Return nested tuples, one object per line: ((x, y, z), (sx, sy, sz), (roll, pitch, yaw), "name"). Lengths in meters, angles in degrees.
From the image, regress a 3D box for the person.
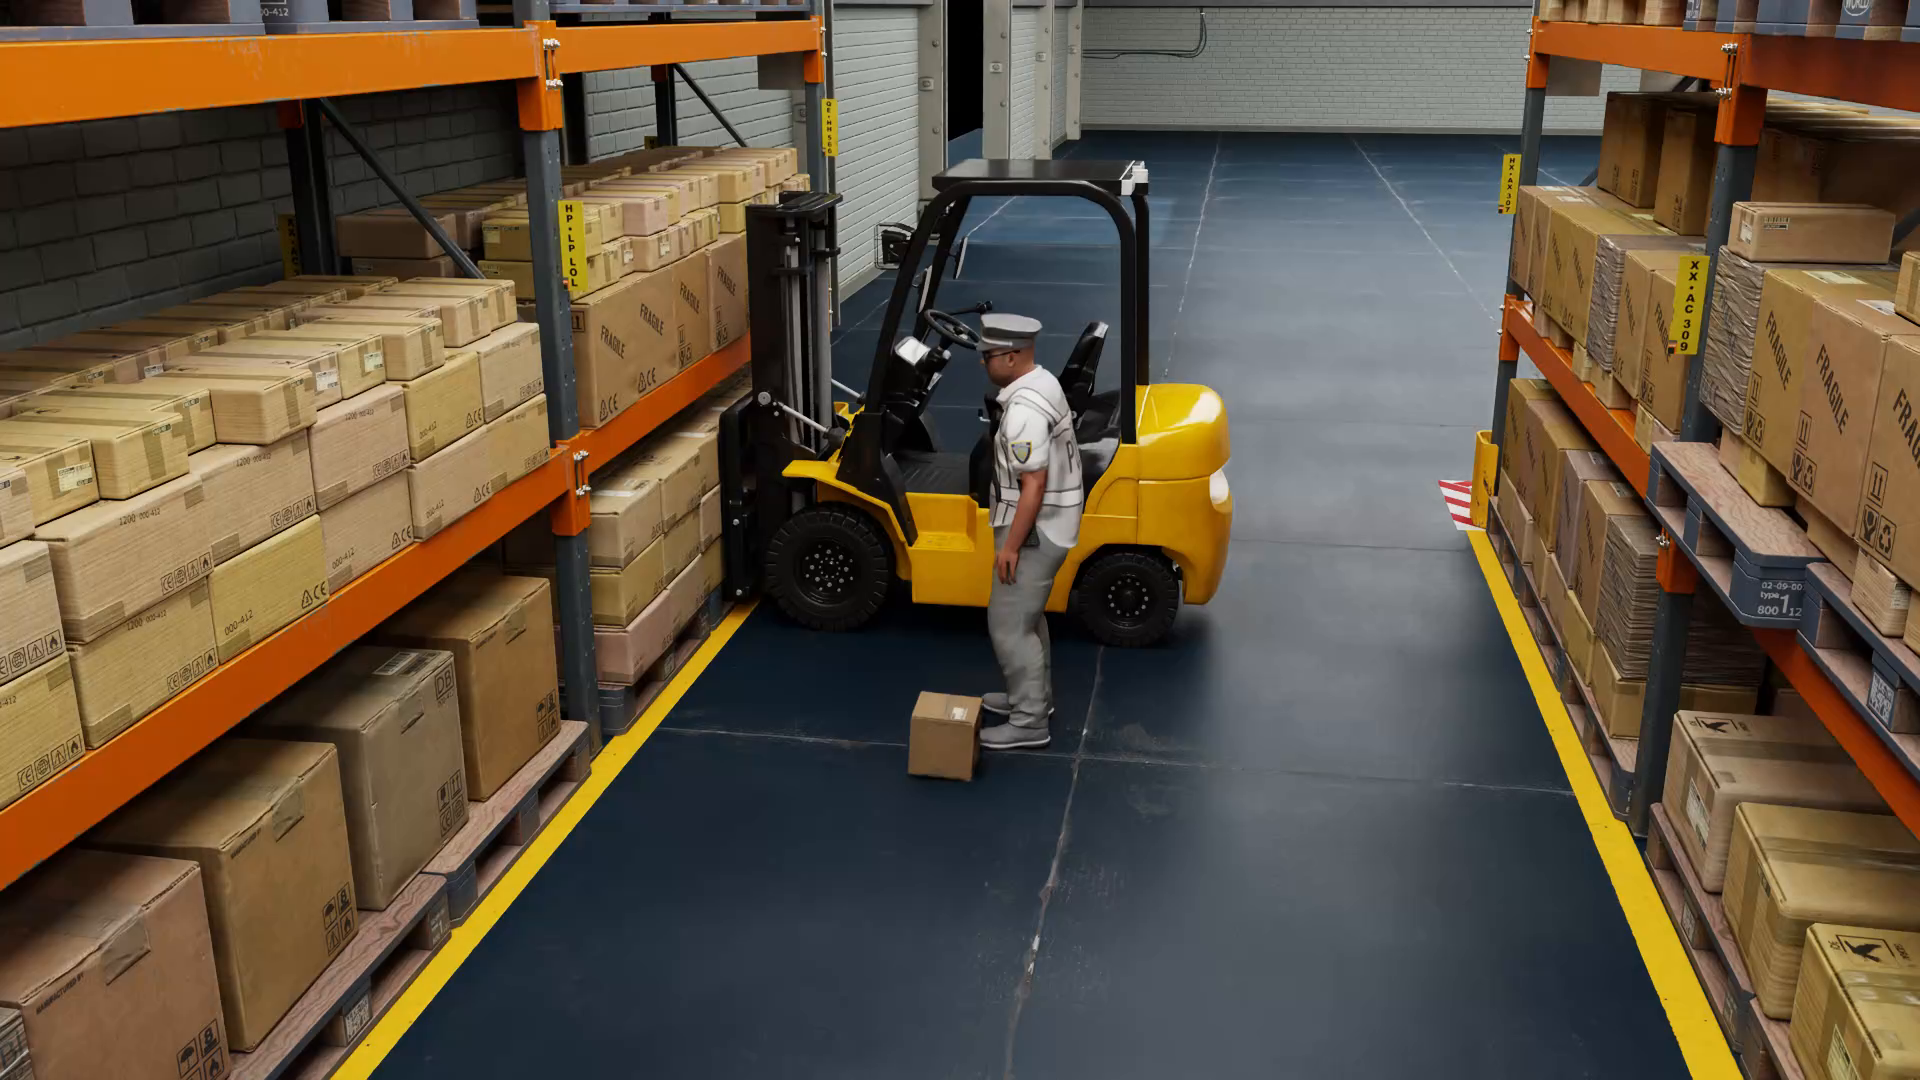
((0.272, -0.035, 6.648), (0.434, 1.748, 0.578), (2, 18, 7), "person")
